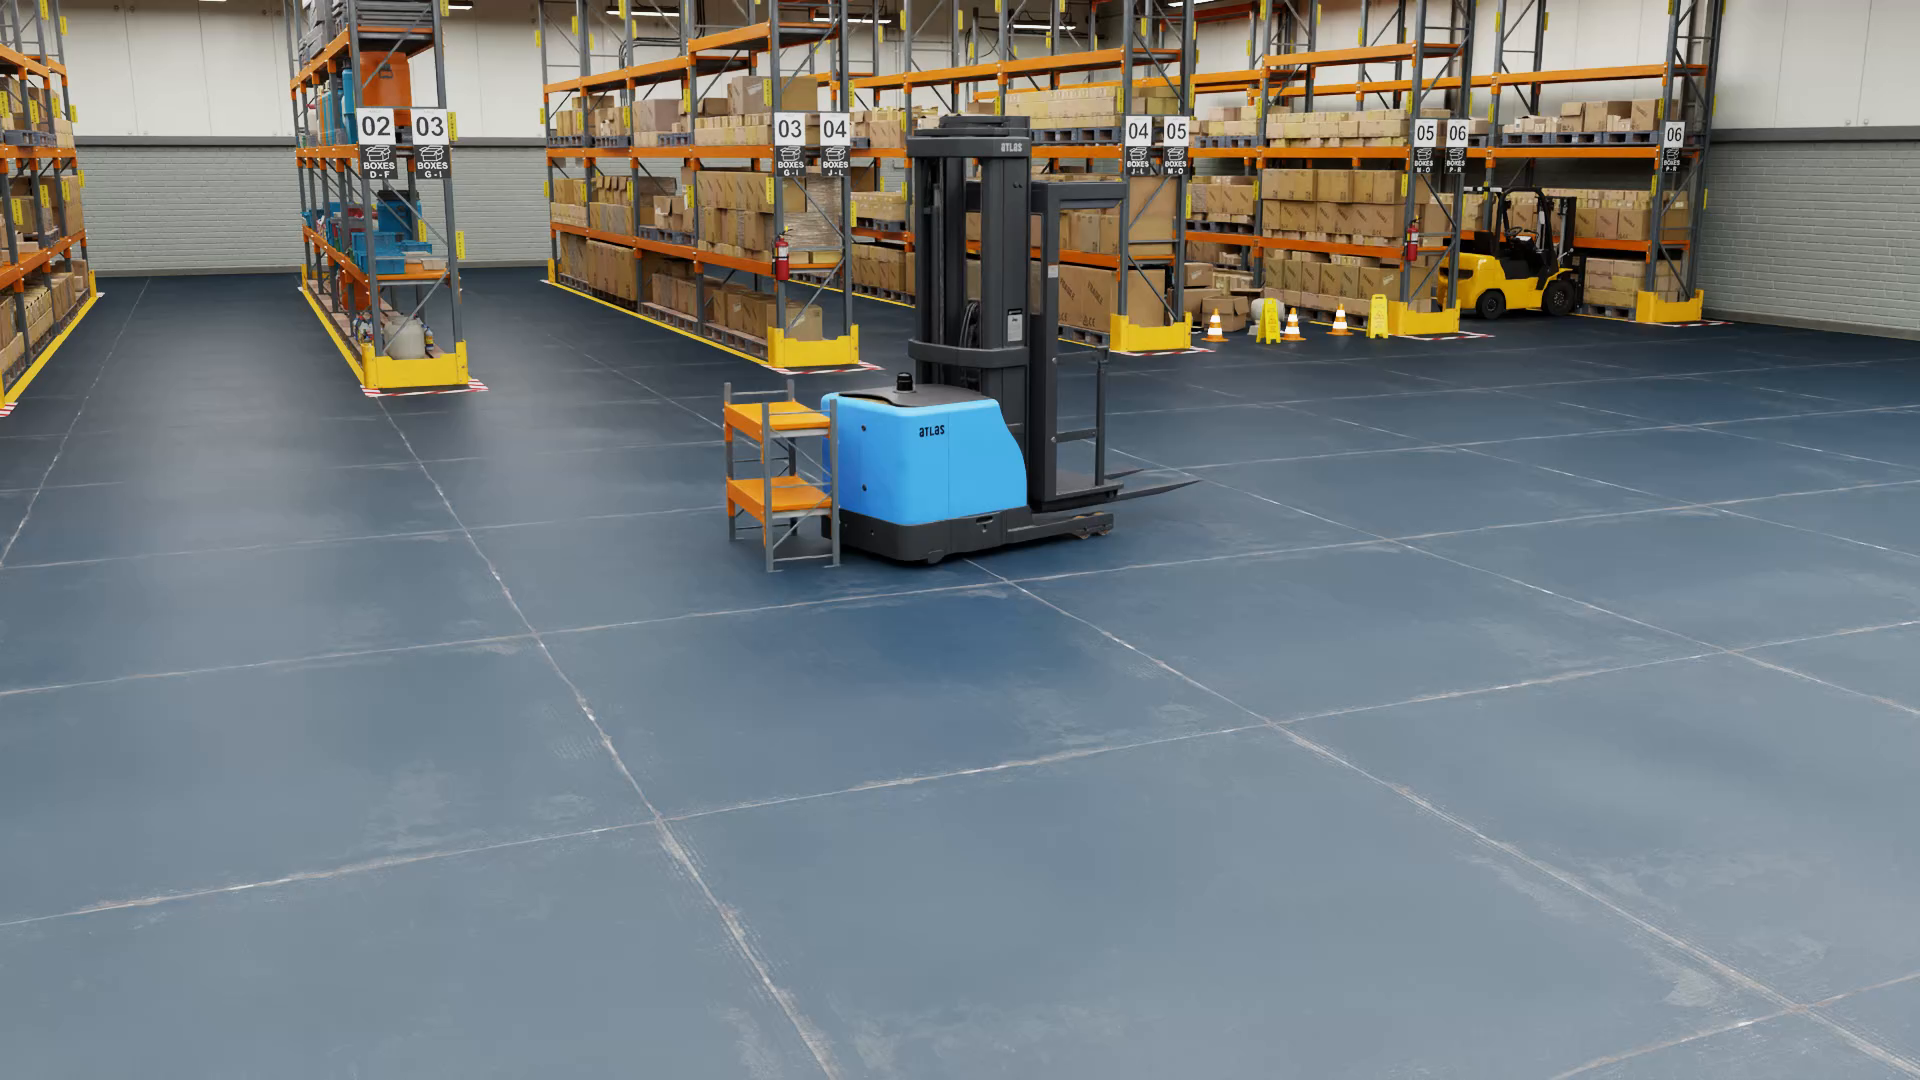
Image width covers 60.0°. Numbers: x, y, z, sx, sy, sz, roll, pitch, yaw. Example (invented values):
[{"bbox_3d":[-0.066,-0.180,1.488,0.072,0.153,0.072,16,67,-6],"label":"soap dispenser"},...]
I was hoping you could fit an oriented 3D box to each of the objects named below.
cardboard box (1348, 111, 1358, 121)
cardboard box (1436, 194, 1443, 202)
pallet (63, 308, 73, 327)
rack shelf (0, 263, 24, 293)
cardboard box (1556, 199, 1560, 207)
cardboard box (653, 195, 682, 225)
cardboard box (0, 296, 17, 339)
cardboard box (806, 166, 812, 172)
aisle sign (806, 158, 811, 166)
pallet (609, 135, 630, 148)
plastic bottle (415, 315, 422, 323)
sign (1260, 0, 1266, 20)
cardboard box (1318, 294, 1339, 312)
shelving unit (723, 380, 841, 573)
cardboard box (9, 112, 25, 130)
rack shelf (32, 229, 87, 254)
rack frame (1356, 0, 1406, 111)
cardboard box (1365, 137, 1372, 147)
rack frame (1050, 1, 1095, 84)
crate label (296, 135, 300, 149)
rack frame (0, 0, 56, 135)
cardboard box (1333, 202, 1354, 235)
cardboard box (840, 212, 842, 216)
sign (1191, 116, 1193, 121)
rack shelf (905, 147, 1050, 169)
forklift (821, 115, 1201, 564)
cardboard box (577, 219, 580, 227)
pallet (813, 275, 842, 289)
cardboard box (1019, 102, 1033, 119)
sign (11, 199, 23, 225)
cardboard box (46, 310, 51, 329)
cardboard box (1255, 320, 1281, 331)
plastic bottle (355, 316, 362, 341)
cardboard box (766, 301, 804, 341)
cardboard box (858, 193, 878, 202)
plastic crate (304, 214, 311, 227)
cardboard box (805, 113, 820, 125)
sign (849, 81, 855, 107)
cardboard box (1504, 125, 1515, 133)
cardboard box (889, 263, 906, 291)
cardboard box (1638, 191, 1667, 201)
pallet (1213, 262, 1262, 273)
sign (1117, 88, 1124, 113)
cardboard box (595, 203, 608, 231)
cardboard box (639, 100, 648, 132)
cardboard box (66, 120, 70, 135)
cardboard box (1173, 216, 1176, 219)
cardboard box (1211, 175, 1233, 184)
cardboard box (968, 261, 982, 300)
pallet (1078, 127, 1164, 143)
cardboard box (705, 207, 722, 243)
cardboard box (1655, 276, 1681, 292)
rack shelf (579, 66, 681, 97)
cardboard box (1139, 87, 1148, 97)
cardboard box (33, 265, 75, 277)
[{"bbox_3d":[6.369,-6.696,26.286,0.380,0.149,0.250,-6,14,-25],"label":"cardboard box"},{"bbox_3d":[9.349,-6.553,31.870,0.380,0.149,0.250,-6,14,-24],"label":"cardboard box"},{"bbox_3d":[-14.923,-3.567,26.816,1.003,0.211,1.213,-6,14,-23],"label":"pallet"},{"bbox_3d":[-11.771,-2.927,19.458,1.077,0.370,4.000,-6,14,-23],"label":"rack shelf"},{"bbox_3d":[10.621,-5.882,28.973,0.380,0.149,0.250,-6,14,-24],"label":"cardboard box"},{"bbox_3d":[-4.843,-5.556,28.070,0.500,0.500,0.500,-8,15,-30],"label":"cardboard box"},{"bbox_3d":[-11.996,-2.740,20.561,0.500,0.500,0.500,-6,14,-23],"label":"cardboard box"},{"bbox_3d":[-2.953,-7.631,35.090,0.500,0.500,0.500,-5,14,-21],"label":"cardboard box"},{"bbox_3d":[-3.470,-8.799,37.471,0.394,0.787,0.004,-6,14,-23],"label":"aisle sign"},{"bbox_3d":[-5.402,-6.908,28.832,1.213,0.211,1.003,-5,14,-20],"label":"pallet"},{"bbox_3d":[-7.303,-2.847,22.419,0.144,0.351,0.185,-6,14,-23],"label":"plastic bottle"},{"bbox_3d":[5.080,-8.883,27.871,0.100,0.325,0.005,-6,14,-23],"label":"sign"},{"bbox_3d":[6.204,-3.876,27.131,0.500,0.250,0.500,-6,14,-25],"label":"cardboard box"},{"bbox_3d":[-1.228,-0.461,11.366,0.538,1.125,1.048,-5,14,-21],"label":"shelving unit"},{"bbox_3d":[-14.380,-6.114,24.759,0.910,0.500,0.500,-6,14,-23],"label":"cardboard box"},{"bbox_3d":[-16.578,-5.406,30.170,1.077,0.370,4.000,-6,14,-23],"label":"rack shelf"},{"bbox_3d":[8.531,-9.678,33.727,1.000,3.000,0.127,-6,14,-23],"label":"rack frame"},{"bbox_3d":[6.544,-6.205,25.933,0.380,0.149,0.250,-6,14,-23],"label":"cardboard box"},{"bbox_3d":[2.382,-10.055,35.357,1.000,3.000,0.127,-6,14,-23],"label":"rack frame"},{"bbox_3d":[-12.765,-7.785,32.533,0.408,0.251,0.502,-6,14,-23],"label":"crate label"},{"bbox_3d":[-15.776,-8.266,27.627,1.000,3.000,0.127,-6,14,-23],"label":"rack frame"},{"bbox_3d":[6.325,-5.141,26.550,0.500,0.500,0.500,-6,14,-23],"label":"cardboard box"},{"bbox_3d":[-2.164,-6.515,32.991,0.380,0.149,0.250,-6,14,-23],"label":"cardboard box"},{"bbox_3d":[4.482,-8.068,32.276,0.100,0.325,0.005,-6,14,-23],"label":"sign"},{"bbox_3d":[0.290,-6.535,28.398,1.077,0.370,4.000,-6,14,-23],"label":"rack shelf"},{"bbox_3d":[0.486,-1.518,11.928,3.031,2.935,1.130,-10,17,-38],"label":"forklift"},{"bbox_3d":[-7.326,-6.254,32.798,0.380,0.149,0.250,-6,14,-24],"label":"cardboard box"},{"bbox_3d":[-2.415,-5.441,34.912,1.003,0.211,1.213,-6,14,-23],"label":"pallet"},{"bbox_3d":[1.234,-6.567,25.461,0.500,0.250,0.500,-6,14,-23],"label":"cardboard box"},{"bbox_3d":[-12.064,-4.201,21.273,0.100,0.325,0.005,-6,14,-23],"label":"sign"},{"bbox_3d":[-13.530,-3.189,24.162,0.500,0.250,0.500,-6,14,-24],"label":"cardboard box"},{"bbox_3d":[4.813,-3.352,26.024,0.380,0.149,0.250,1,13,6],"label":"cardboard box"},{"bbox_3d":[-8.089,-2.856,22.458,0.144,0.351,0.185,-5,14,-21],"label":"plastic bottle"},{"bbox_3d":[-2.397,-2.996,22.773,0.500,0.500,0.500,-2,13,-8],"label":"cardboard box"},{"bbox_3d":[-1.747,-6.591,32.001,0.380,0.149,0.250,-5,14,-21],"label":"cardboard box"},{"bbox_3d":[-12.394,-6.149,32.024,0.416,0.233,0.300,-6,14,-23],"label":"plastic crate"},{"bbox_3d":[-1.790,-5.418,21.424,0.380,0.149,0.250,-6,14,-23],"label":"cardboard box"},{"bbox_3d":[-1.394,-5.694,21.229,0.100,0.325,0.005,-6,14,-23],"label":"sign"},{"bbox_3d":[10.035,-7.401,29.945,0.380,0.149,0.250,-5,14,-22],"label":"cardboard box"},{"bbox_3d":[-1.014,-4.937,31.161,0.500,0.500,0.500,-6,14,-23],"label":"cardboard box"},{"bbox_3d":[11.399,-5.667,27.381,0.380,0.149,0.250,-6,14,-23],"label":"cardboard box"},{"bbox_3d":[6.654,-6.365,38.902,1.003,0.211,1.213,-6,14,-23],"label":"pallet"},{"bbox_3d":[2.191,-5.993,22.671,0.100,0.325,0.005,-6,14,-23],"label":"sign"},{"bbox_3d":[-6.541,-6.064,31.198,0.500,0.500,0.500,-6,14,-23],"label":"cardboard box"},{"bbox_3d":[-4.943,-6.939,27.215,0.500,0.500,0.500,-6,14,-23],"label":"cardboard box"},{"bbox_3d":[-16.739,-7.615,30.691,0.500,0.250,0.500,-6,14,-23],"label":"cardboard box"},{"bbox_3d":[4.185,-6.123,31.300,0.380,0.149,0.250,-6,14,-23],"label":"cardboard box"},{"bbox_3d":[4.898,-6.707,30.947,0.380,0.149,0.250,-6,14,-26],"label":"cardboard box"},{"bbox_3d":[0.760,-4.240,27.595,1.050,0.750,0.750,-6,14,-23],"label":"cardboard box"},{"bbox_3d":[2.387,-5.755,23.629,1.003,0.211,1.213,-6,14,-23],"label":"pallet"},{"bbox_3d":[-3.202,-4.573,24.094,0.875,0.500,0.500,-6,14,-23],"label":"cardboard box"},{"bbox_3d":[11.737,-4.326,27.969,0.500,0.250,0.500,-5,14,-22],"label":"cardboard box"},{"bbox_3d":[-5.897,-8.201,29.830,1.077,0.370,4.000,-6,14,-23],"label":"rack shelf"},{"bbox_3d":[2.752,-6.315,23.487,0.380,0.149,0.250,-6,14,-23],"label":"cardboard box"},{"bbox_3d":[-16.534,-4.729,30.210,0.797,0.503,0.637,-6,14,-23],"label":"cardboard box"}]
